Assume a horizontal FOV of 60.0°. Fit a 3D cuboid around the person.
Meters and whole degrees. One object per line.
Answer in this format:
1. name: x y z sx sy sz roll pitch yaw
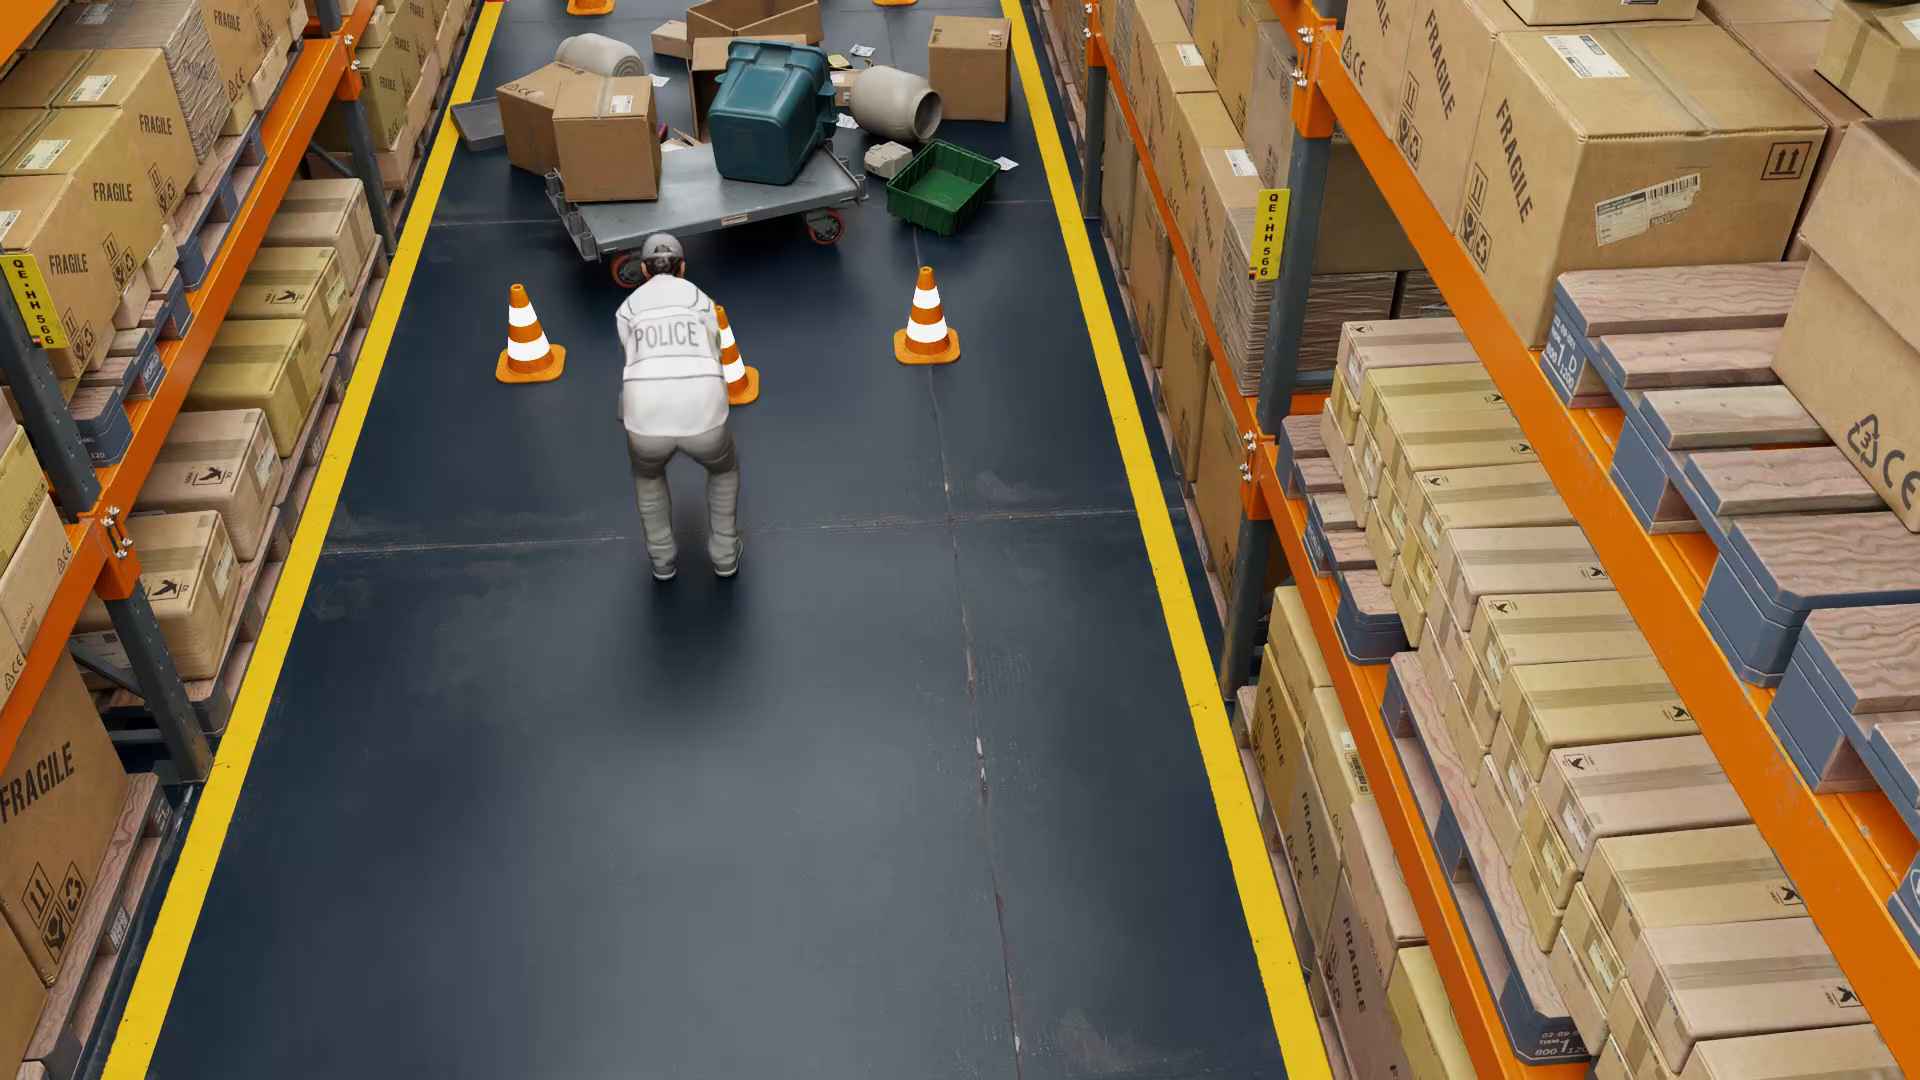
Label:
1. person: -1.187 -0.546 7.062 0.464 1.363 0.836 -4 40 -5
